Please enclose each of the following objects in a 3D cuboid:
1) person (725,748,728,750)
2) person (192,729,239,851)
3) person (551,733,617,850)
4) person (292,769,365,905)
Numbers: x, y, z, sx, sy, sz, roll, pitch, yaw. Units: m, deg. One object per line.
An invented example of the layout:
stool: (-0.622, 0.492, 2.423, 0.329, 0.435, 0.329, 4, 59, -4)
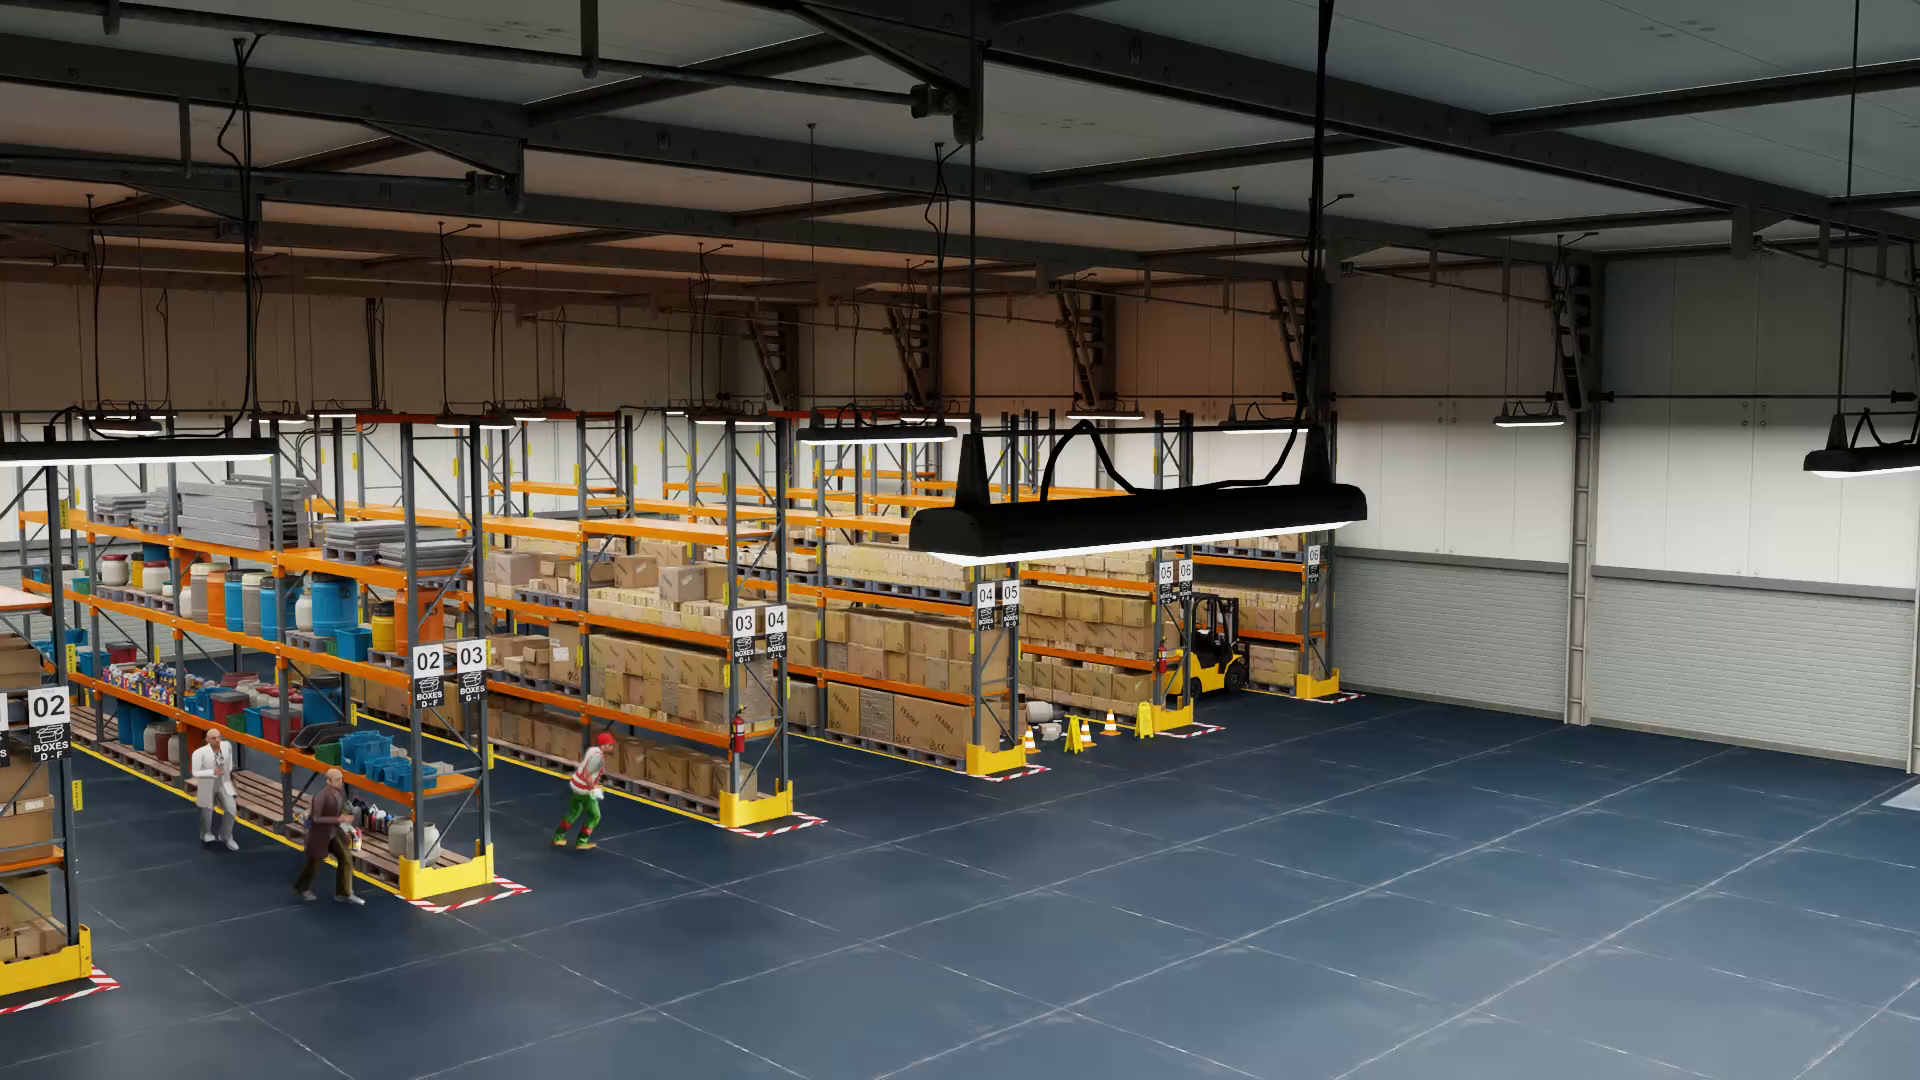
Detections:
person: (-4.218, 2.972, 29.656, 0.642, 1.601, 0.616, 2, 5, 25)
person: (-10.387, 3.452, 23.135, 0.624, 1.729, 1.038, -4, 6, -39)
person: (-5.250, 3.504, 23.201, 0.872, 1.639, 0.689, -3, 6, -27)
person: (-7.878, 3.682, 20.595, 1.070, 1.761, 0.707, 2, 5, 22)
